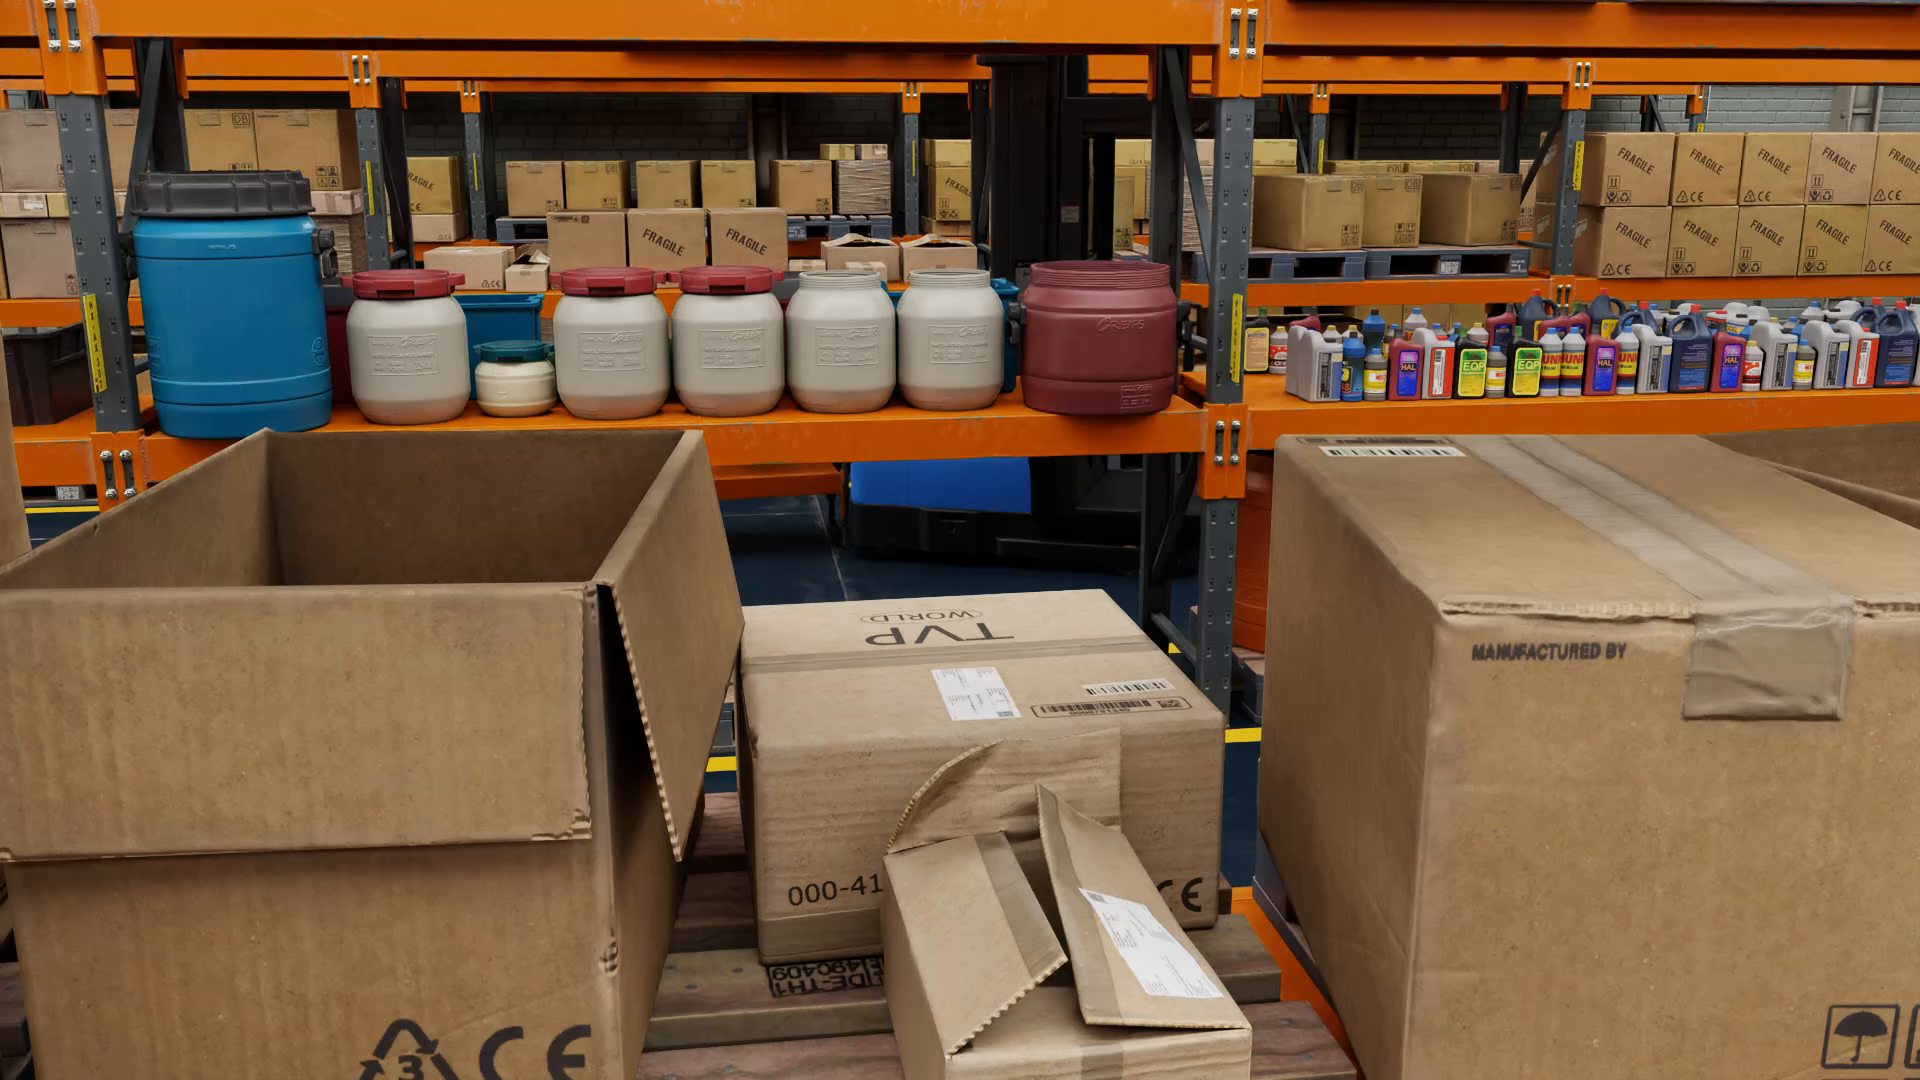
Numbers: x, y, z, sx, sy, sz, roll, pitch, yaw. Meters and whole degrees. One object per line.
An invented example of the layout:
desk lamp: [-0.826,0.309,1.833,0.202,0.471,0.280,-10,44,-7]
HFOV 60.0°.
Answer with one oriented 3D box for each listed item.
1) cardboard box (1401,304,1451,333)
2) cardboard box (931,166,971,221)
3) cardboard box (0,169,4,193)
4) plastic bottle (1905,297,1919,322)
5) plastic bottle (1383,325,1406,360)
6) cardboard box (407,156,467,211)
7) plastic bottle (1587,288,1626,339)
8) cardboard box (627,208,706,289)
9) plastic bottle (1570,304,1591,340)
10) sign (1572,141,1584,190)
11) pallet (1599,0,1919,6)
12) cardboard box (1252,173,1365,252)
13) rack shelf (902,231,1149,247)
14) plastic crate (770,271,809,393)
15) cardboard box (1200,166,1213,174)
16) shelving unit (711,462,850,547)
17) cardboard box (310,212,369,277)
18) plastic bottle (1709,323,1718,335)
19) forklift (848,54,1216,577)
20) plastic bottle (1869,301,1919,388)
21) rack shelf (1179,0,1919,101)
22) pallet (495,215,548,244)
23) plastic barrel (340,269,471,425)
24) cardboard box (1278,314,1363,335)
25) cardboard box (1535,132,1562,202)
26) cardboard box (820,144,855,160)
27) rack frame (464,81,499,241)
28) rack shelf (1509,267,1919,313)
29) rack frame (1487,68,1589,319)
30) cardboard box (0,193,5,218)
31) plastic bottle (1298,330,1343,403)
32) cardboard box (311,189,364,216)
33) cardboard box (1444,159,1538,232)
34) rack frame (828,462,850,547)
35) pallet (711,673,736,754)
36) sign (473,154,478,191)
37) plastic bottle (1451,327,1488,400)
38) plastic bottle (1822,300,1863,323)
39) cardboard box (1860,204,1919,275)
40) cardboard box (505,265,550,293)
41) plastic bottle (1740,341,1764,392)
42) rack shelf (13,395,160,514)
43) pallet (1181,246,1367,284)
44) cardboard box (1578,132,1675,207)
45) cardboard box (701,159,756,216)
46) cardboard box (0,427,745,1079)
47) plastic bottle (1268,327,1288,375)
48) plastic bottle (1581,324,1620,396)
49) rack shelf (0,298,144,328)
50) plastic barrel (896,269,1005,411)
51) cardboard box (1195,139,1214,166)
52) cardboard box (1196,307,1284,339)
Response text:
cardboard box: [4.679,-2.350,17.200,0.500,0.500,0.700,-2,14,-9]
cardboard box: [-0.010,-3.352,16.064,0.500,0.500,0.500,-2,14,-7]
cardboard box: [-6.164,-2.445,10.431,0.500,0.500,0.700,-2,14,-8]
plastic bottle: [4.021,-0.854,7.063,0.185,0.351,0.144,-2,14,-8]
plastic bottle: [1.918,-0.850,7.354,0.097,0.201,0.097,0,14,0]
cardboard box: [-4.980,-3.383,15.769,0.500,0.500,0.500,-2,14,-10]
plastic bottle: [2.892,-0.953,7.456,0.185,0.351,0.144,-2,14,-8]
cardboard box: [-1.964,-1.967,11.193,0.500,0.500,0.500,-2,14,-8]
plastic bottle: [2.738,-0.910,7.422,0.133,0.283,0.061,-2,14,-8]
sign: [4.255,-2.575,11.445,0.005,0.325,0.100,-2,14,-8]
pallet: [3.021,-2.225,6.650,1.213,0.211,1.003,-2,14,-8]
cardboard box: [2.431,-2.321,11.740,0.500,0.500,0.700,-6,15,-23]
rack shelf: [1.449,-2.917,16.667,4.000,0.370,1.077,-2,14,-8]
plastic crate: [-0.696,-0.857,6.840,0.583,0.464,0.402,-2,14,-8]
cardboard box: [2.505,-3.443,16.426,0.500,0.500,0.500,-2,14,-8]
shelving unit: [-1.204,-0.532,9.529,1.048,1.125,0.538,-4,15,-14]
cardboard box: [-4.180,-1.888,10.879,0.500,0.500,0.700,-2,14,-10]
plastic bottle: [3.087,-0.755,6.832,0.097,0.271,0.097,0,14,0]
forklift: [0.948,-1.359,9.116,3.031,2.935,1.130,3,14,14]
plastic bottle: [3.860,-0.813,6.898,0.185,0.351,0.144,-2,14,-8]
rack shelf: [2.925,-1.989,6.799,4.000,0.370,1.077,-2,14,-8]
pallet: [-3.707,-2.948,15.706,1.213,0.211,1.003,-2,14,-8]
plastic barrel: [-2.029,-0.714,6.121,0.433,0.535,0.433,0,14,0]
cardboard box: [2.665,-1.517,12.296,0.500,0.250,0.500,-2,14,-8]
cardboard box: [4.630,-2.761,12.305,0.500,0.500,0.500,-2,14,-8]
cardboard box: [-1.181,-3.735,16.006,0.250,0.149,0.380,-5,15,-18]
rack frame: [-4.484,-3.049,15.712,0.127,3.000,1.000,-2,14,-8]
rack shelf: [6.146,-1.871,12.494,4.000,0.370,1.077,-2,14,-8]
rack frame: [4.168,-2.147,12.117,0.127,3.000,1.000,-2,14,-8]
cardboard box: [-6.004,-2.085,10.330,0.250,0.149,0.380,-2,14,-9]
plastic bottle: [1.423,-0.688,6.555,0.135,0.276,0.152,-2,14,-8]
cardboard box: [-3.979,-2.159,10.625,0.250,0.149,0.380,-2,14,-8]
cardboard box: [5.406,-3.554,17.109,0.700,0.700,0.980,-3,14,-11]
rack frame: [-0.712,-0.563,9.655,0.032,1.125,0.500,-4,15,-14]
pallet: [-1.028,0.604,6.879,1.213,0.211,1.003,-2,14,-8]
sign: [-4.396,-3.338,15.087,0.005,0.325,0.100,-2,14,-8]
plastic bottle: [2.020,-0.703,6.597,0.133,0.283,0.061,-2,14,-8]
plastic bottle: [4.026,-0.957,7.627,0.135,0.276,0.152,-2,14,-8]
cardboard box: [6.715,-2.223,12.212,0.500,0.500,0.500,-2,14,-8]
cardboard box: [-2.836,-1.718,10.924,0.250,0.149,0.380,-2,14,-8]
plastic bottle: [3.228,-0.712,6.801,0.097,0.201,0.097,0,14,0]
rack shelf: [-4.986,-0.244,6.008,4.000,0.370,1.077,-2,14,-8]
pallet: [2.135,-1.981,11.848,1.213,0.211,1.003,-2,14,-8]
cardboard box: [4.676,-2.630,11.782,0.500,0.500,0.500,-2,14,-7]
cardboard box: [-2.221,-3.386,15.945,0.500,0.500,0.700,-2,14,-8]
cardboard box: [-0.570,0.187,1.735,0.637,0.503,0.797,-1,14,-3]
plastic bottle: [1.401,-0.831,7.279,0.097,0.201,0.097,0,14,0]
plastic bottle: [2.573,-0.723,6.678,0.133,0.283,0.061,-2,14,-8]
rack shelf: [-5.720,-1.436,10.760,4.000,0.370,1.077,-2,14,-8]
plastic barrel: [-0.038,-0.776,6.421,0.421,0.512,0.421,0,14,0]
cardboard box: [2.496,-3.810,16.349,0.500,0.250,0.500,-2,14,-7]
cardboard box: [2.803,-2.445,16.860,0.750,0.750,0.750,-2,14,-8]
